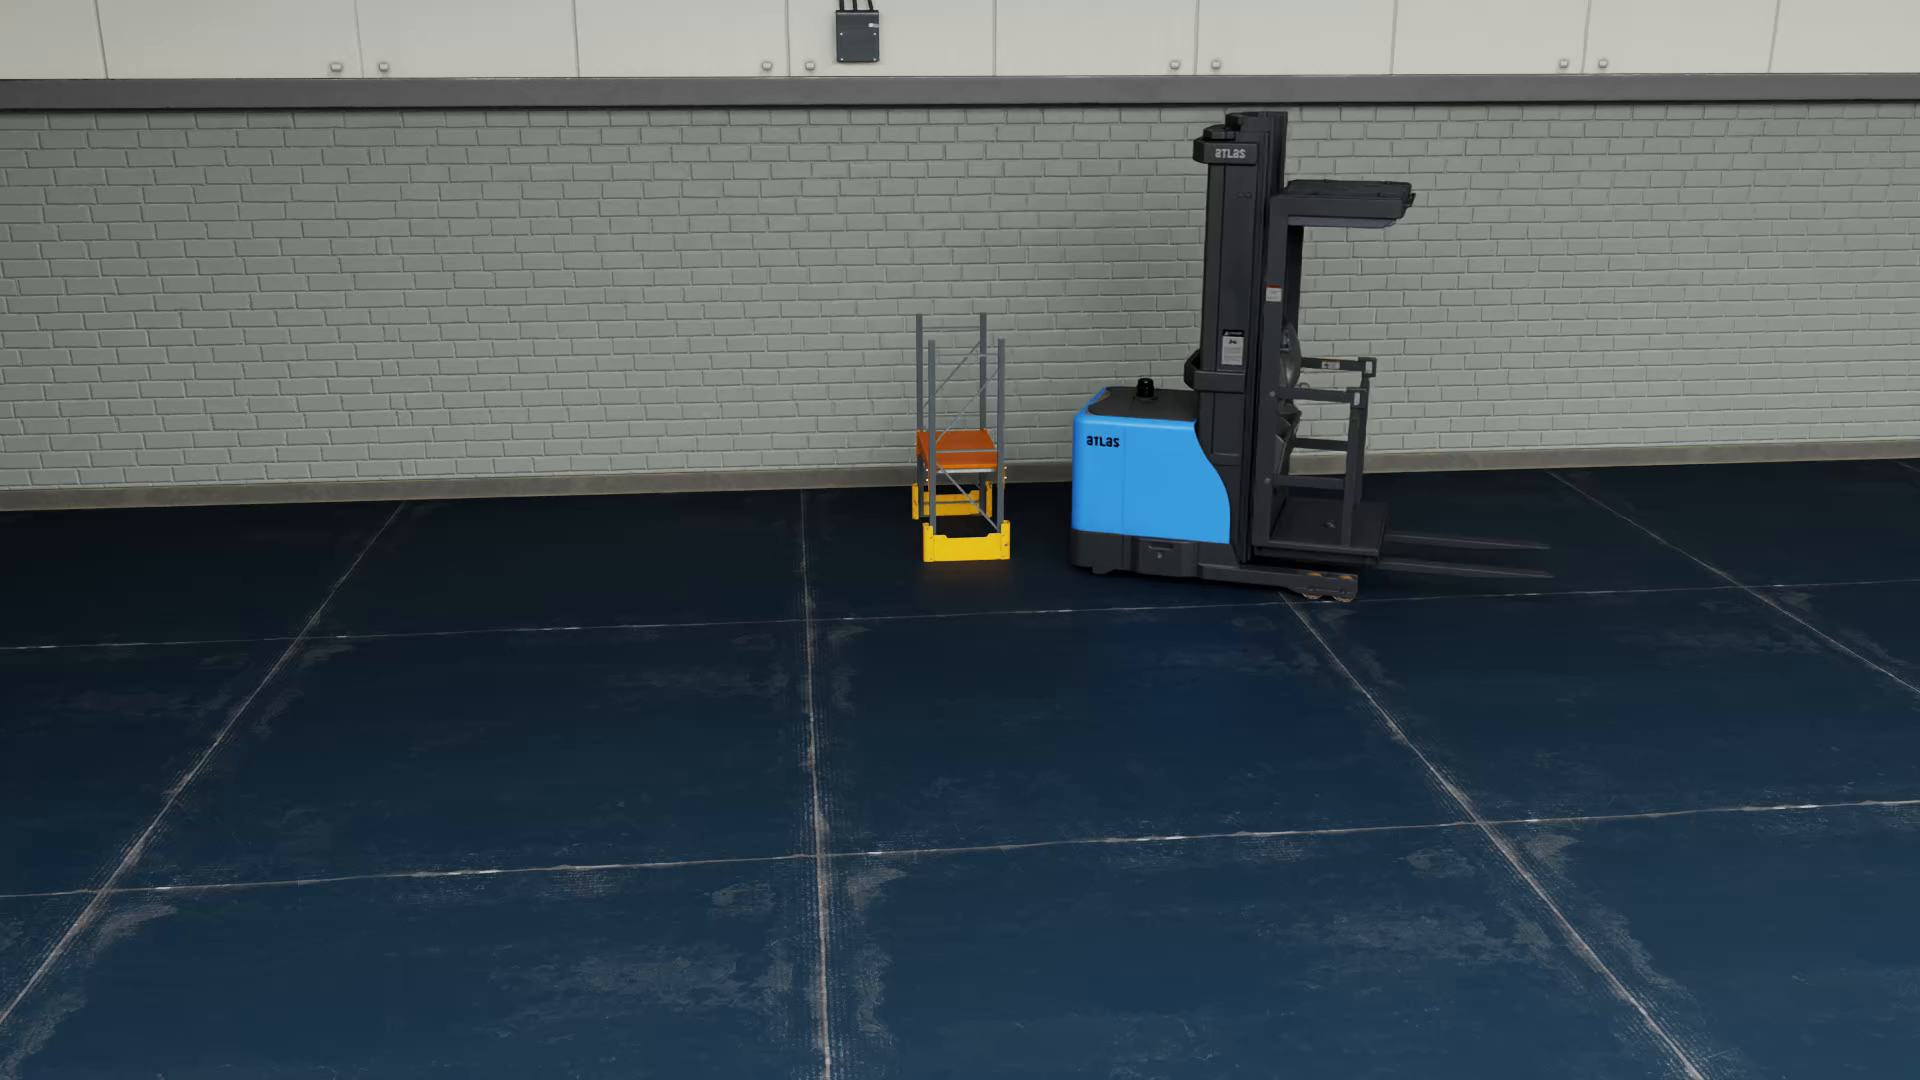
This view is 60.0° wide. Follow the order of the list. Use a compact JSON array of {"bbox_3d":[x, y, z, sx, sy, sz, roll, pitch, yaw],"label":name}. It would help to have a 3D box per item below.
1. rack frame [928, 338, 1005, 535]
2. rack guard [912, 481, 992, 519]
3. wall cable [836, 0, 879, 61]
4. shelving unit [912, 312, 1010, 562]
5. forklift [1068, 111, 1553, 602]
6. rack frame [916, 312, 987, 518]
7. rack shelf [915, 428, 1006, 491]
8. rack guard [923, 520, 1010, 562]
[{"bbox_3d":[0.044,-0.590,11.051,0.500,1.500,0.032,-2,18,-6],"label":"rack frame"},{"bbox_3d":[-0.059,-0.290,12.185,0.587,0.250,0.087,-2,18,-6],"label":"rack guard"},{"bbox_3d":[0.261,-6.347,11.194,2.305,6.003,0.169,-2,18,-6],"label":"wall cable"},{"bbox_3d":[-0.008,-0.738,11.525,0.587,1.500,1.083,-2,18,-6],"label":"shelving unit"},{"bbox_3d":[2.290,-1.186,10.561,3.031,2.935,1.130,5,18,16],"label":"forklift"},{"bbox_3d":[-0.061,-0.892,12.016,0.500,1.500,0.032,-2,18,-6],"label":"rack frame"},{"bbox_3d":[-0.009,-0.569,11.587,0.538,0.185,1.000,-2,18,-6],"label":"rack shelf"},{"bbox_3d":[0.044,0.006,11.239,0.587,0.250,0.087,-2,18,-6],"label":"rack guard"}]
